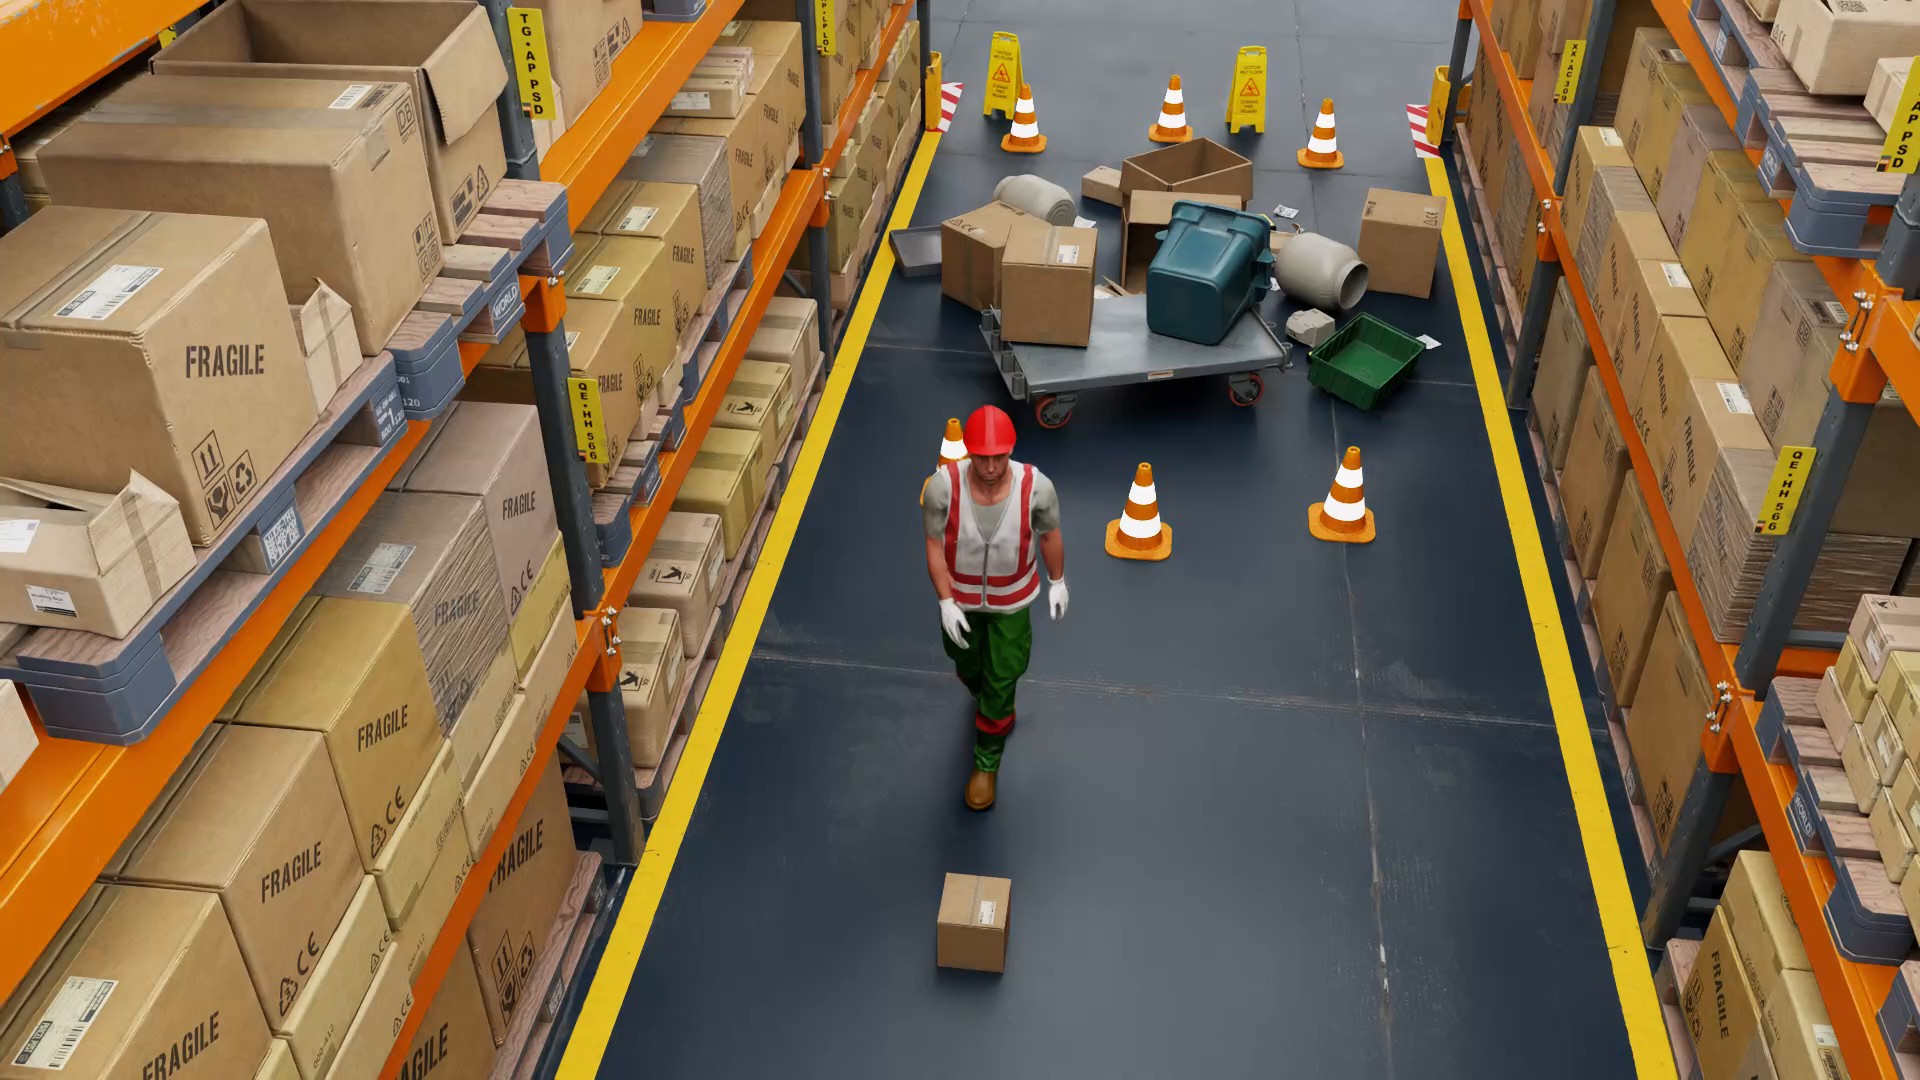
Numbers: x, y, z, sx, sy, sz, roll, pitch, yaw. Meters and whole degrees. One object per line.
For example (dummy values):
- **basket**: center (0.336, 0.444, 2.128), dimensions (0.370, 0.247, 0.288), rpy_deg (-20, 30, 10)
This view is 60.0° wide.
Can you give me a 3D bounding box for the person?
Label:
- **person**: center (0.148, 0.209, 6.730), dimensions (0.580, 1.784, 0.760), rpy_deg (4, 36, 5)
